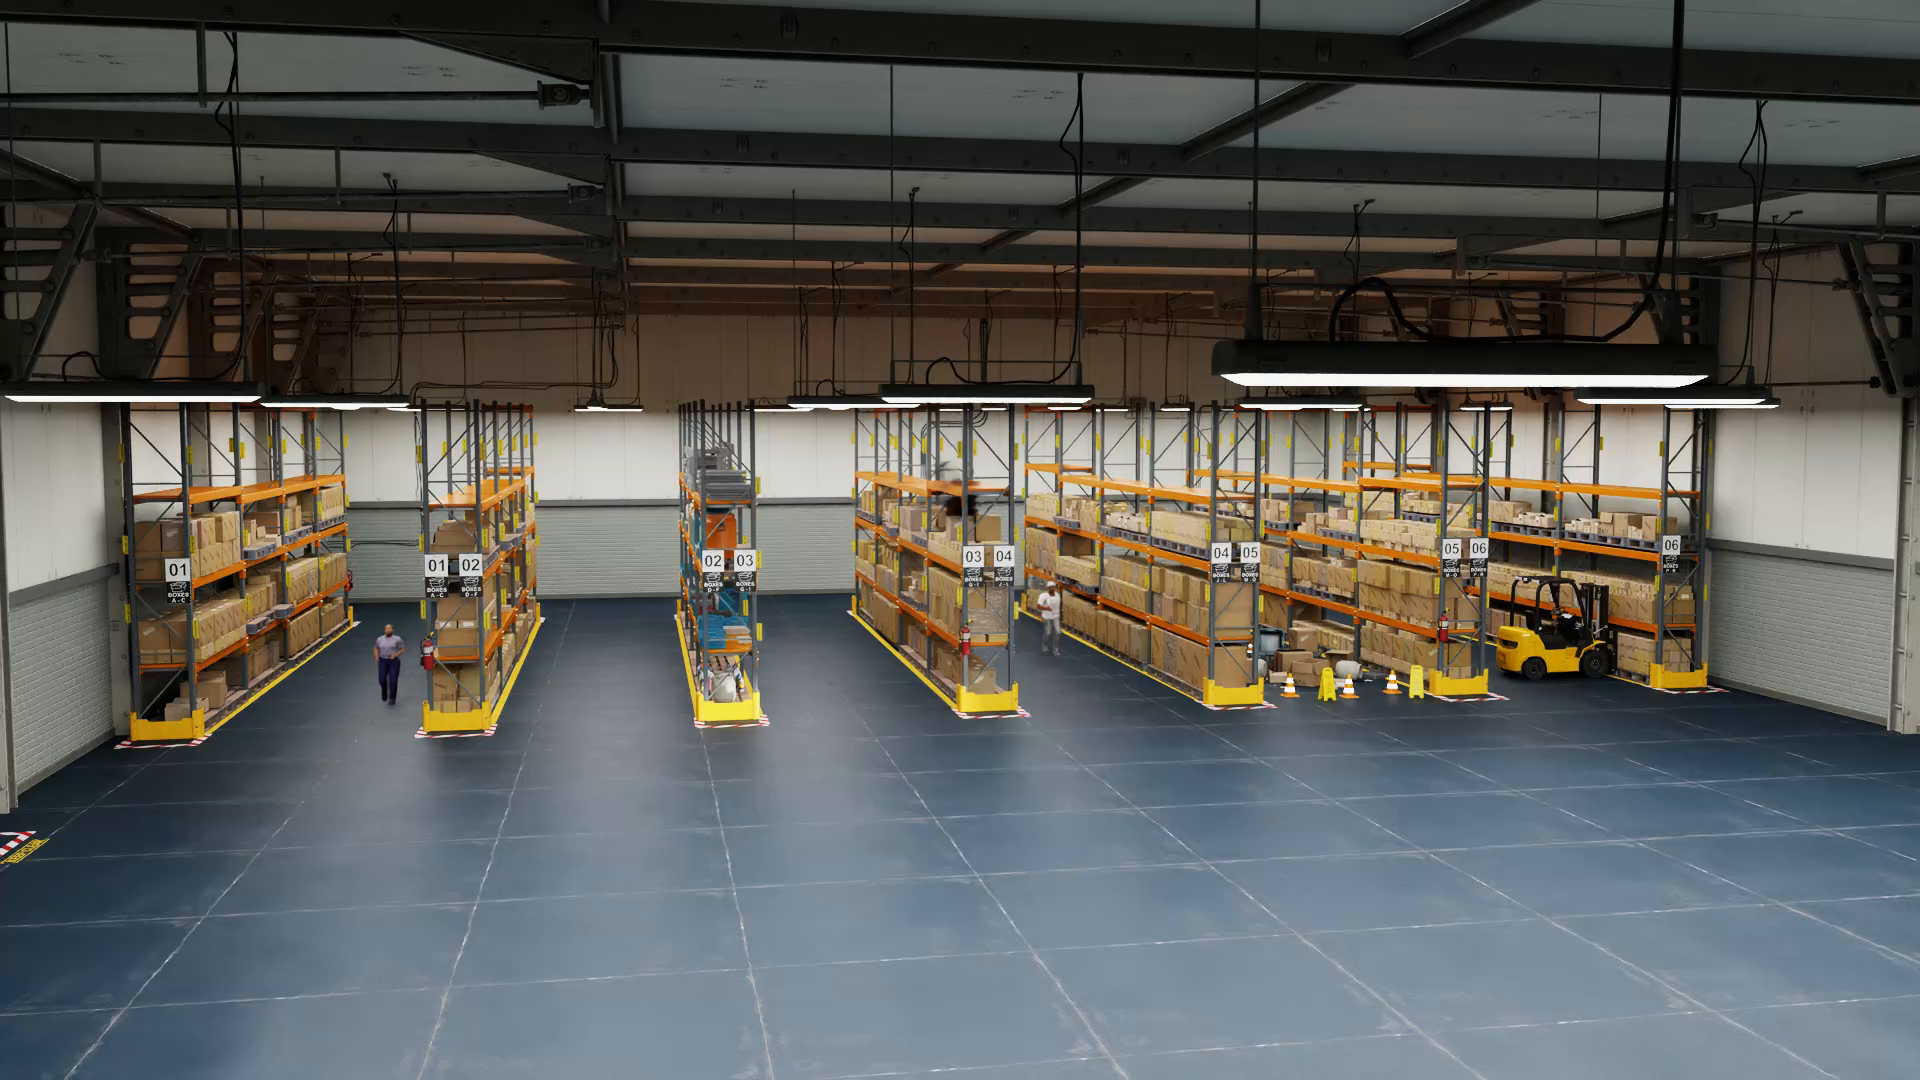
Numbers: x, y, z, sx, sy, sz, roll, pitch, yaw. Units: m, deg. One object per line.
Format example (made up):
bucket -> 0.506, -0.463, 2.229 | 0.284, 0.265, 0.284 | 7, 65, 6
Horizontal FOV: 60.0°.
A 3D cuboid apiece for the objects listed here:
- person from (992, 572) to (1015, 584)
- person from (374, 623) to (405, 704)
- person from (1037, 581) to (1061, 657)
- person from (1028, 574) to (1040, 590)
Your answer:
person -> 1.161, 1.409, 45.770 | 0.678, 1.758, 0.680 | 0, 4, -2
person -> -11.250, 2.448, 32.750 | 0.606, 1.600, 0.557 | -1, 4, -12
person -> 2.144, 1.879, 39.482 | 0.680, 1.824, 0.759 | -1, 5, -18
person -> 2.261, 1.103, 50.076 | 0.586, 1.735, 0.788 | 1, 5, 19
